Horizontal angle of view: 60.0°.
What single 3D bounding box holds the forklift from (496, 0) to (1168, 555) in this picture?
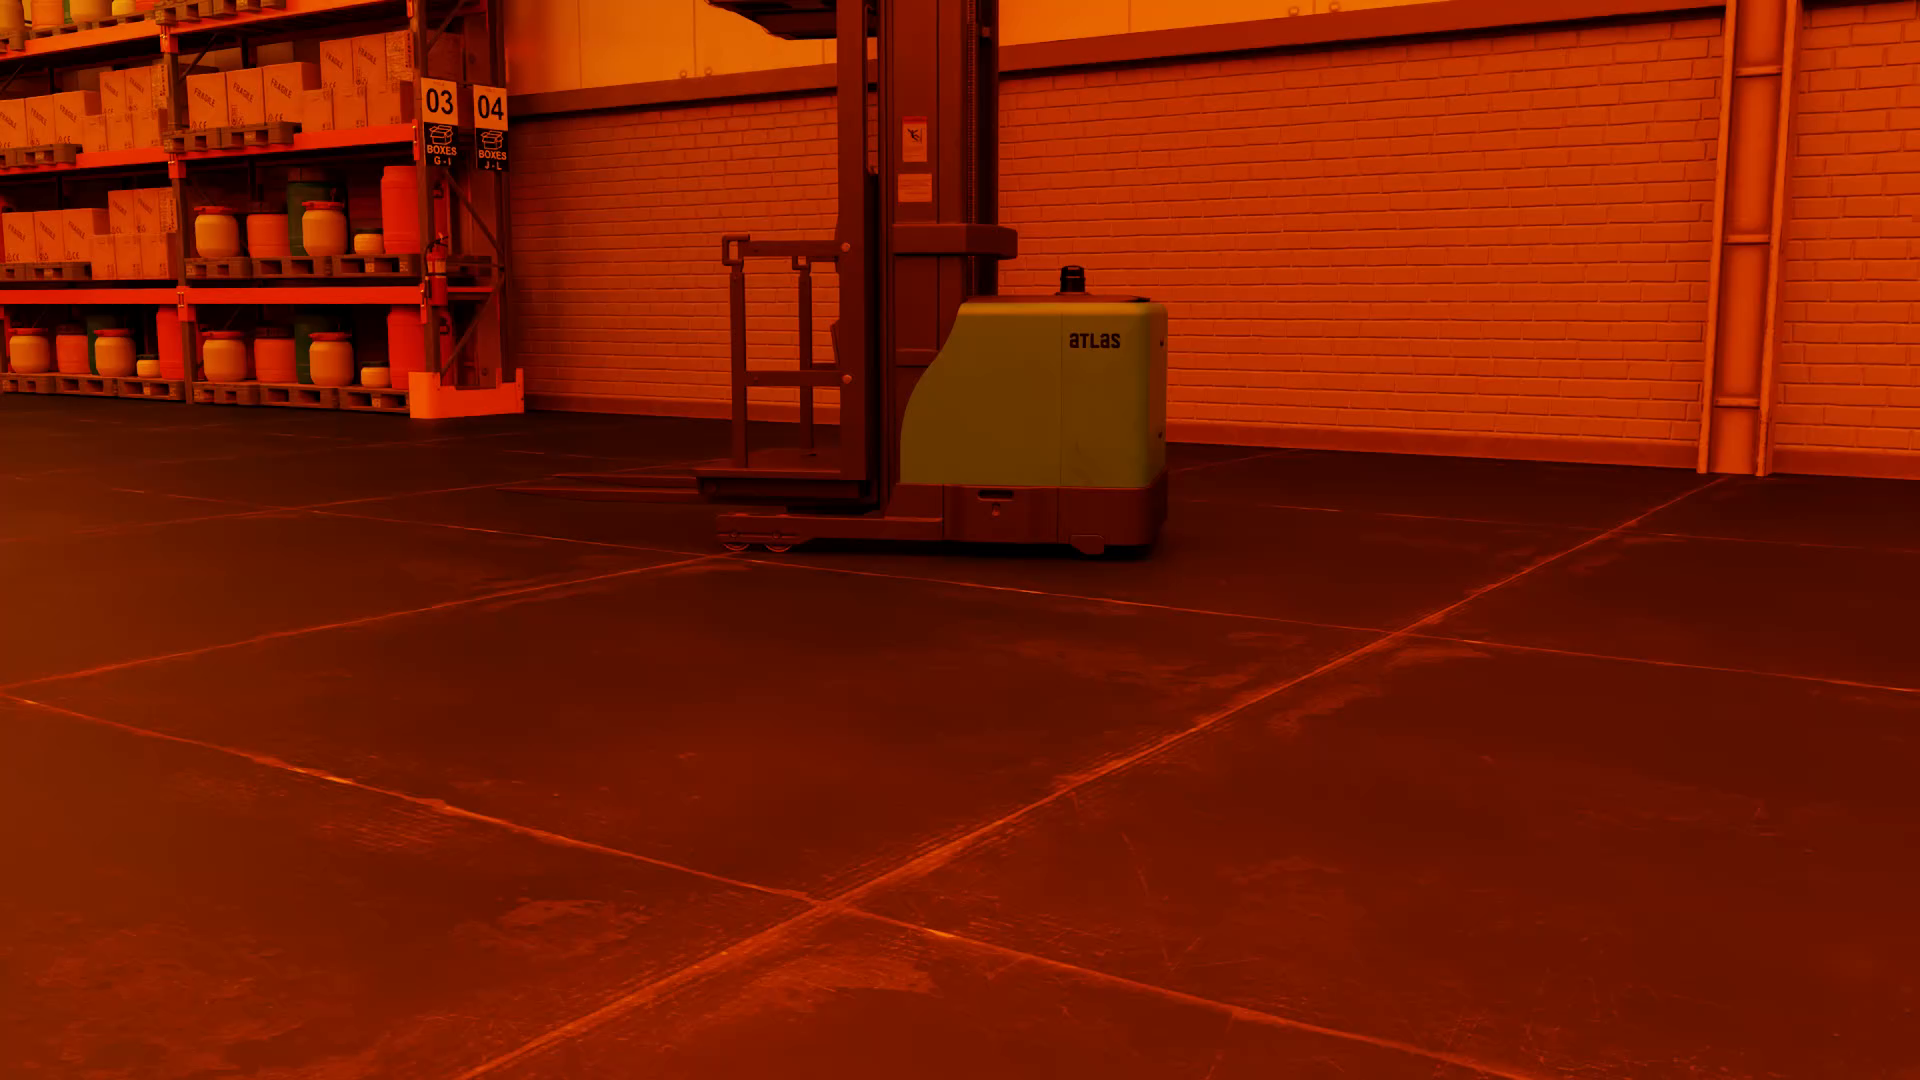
[{"bbox_3d":[-0.596,-1.469,7.520,3.031,2.935,1.130,2,8,12],"label":"forklift"}]
